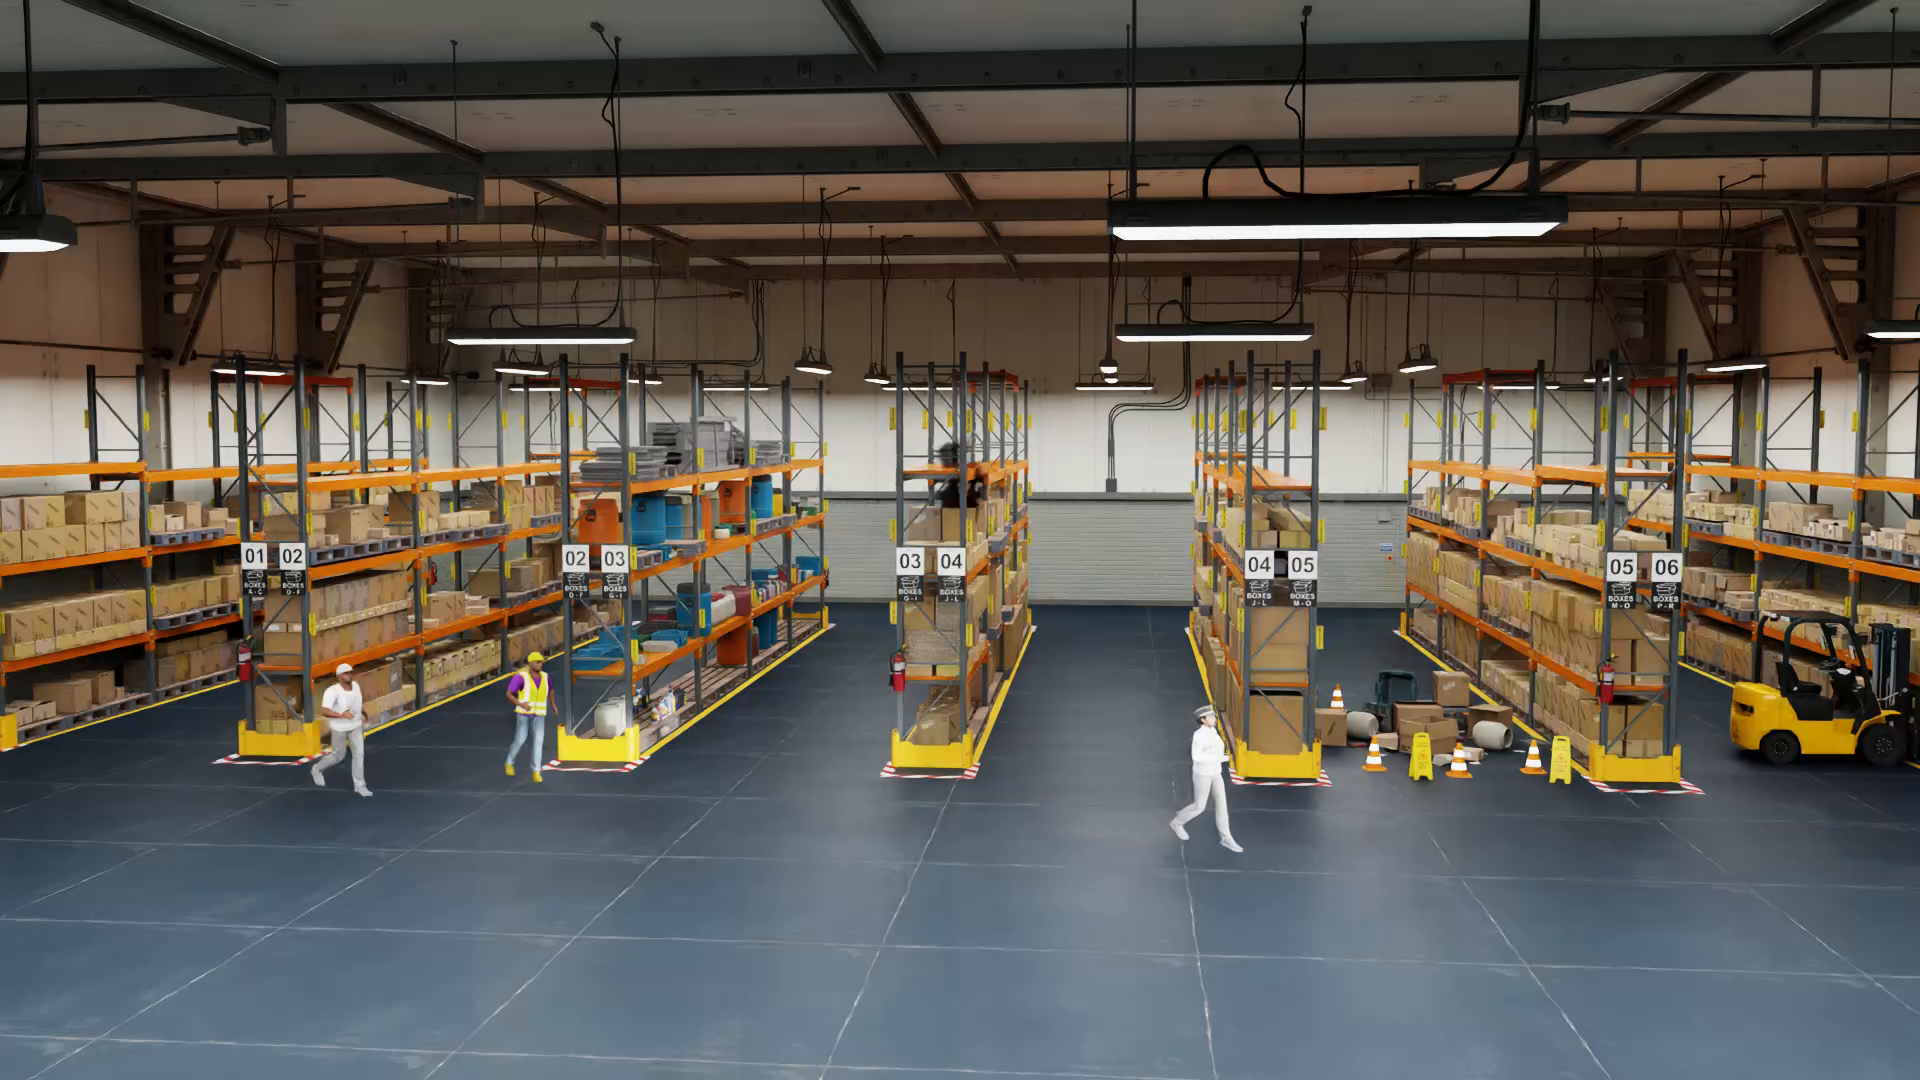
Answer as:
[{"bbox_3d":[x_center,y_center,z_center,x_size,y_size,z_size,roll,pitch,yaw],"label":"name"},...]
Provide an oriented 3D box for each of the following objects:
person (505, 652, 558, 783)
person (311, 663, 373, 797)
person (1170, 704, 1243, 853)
[{"bbox_3d":[-5.960,2.451,23.278,0.757,1.745,0.909,-3,5,-34],"label":"person"},{"bbox_3d":[-8.285,2.532,22.355,0.975,1.771,0.710,3,5,32],"label":"person"},{"bbox_3d":[2.883,2.753,19.429,0.920,1.701,0.612,3,5,39],"label":"person"}]
